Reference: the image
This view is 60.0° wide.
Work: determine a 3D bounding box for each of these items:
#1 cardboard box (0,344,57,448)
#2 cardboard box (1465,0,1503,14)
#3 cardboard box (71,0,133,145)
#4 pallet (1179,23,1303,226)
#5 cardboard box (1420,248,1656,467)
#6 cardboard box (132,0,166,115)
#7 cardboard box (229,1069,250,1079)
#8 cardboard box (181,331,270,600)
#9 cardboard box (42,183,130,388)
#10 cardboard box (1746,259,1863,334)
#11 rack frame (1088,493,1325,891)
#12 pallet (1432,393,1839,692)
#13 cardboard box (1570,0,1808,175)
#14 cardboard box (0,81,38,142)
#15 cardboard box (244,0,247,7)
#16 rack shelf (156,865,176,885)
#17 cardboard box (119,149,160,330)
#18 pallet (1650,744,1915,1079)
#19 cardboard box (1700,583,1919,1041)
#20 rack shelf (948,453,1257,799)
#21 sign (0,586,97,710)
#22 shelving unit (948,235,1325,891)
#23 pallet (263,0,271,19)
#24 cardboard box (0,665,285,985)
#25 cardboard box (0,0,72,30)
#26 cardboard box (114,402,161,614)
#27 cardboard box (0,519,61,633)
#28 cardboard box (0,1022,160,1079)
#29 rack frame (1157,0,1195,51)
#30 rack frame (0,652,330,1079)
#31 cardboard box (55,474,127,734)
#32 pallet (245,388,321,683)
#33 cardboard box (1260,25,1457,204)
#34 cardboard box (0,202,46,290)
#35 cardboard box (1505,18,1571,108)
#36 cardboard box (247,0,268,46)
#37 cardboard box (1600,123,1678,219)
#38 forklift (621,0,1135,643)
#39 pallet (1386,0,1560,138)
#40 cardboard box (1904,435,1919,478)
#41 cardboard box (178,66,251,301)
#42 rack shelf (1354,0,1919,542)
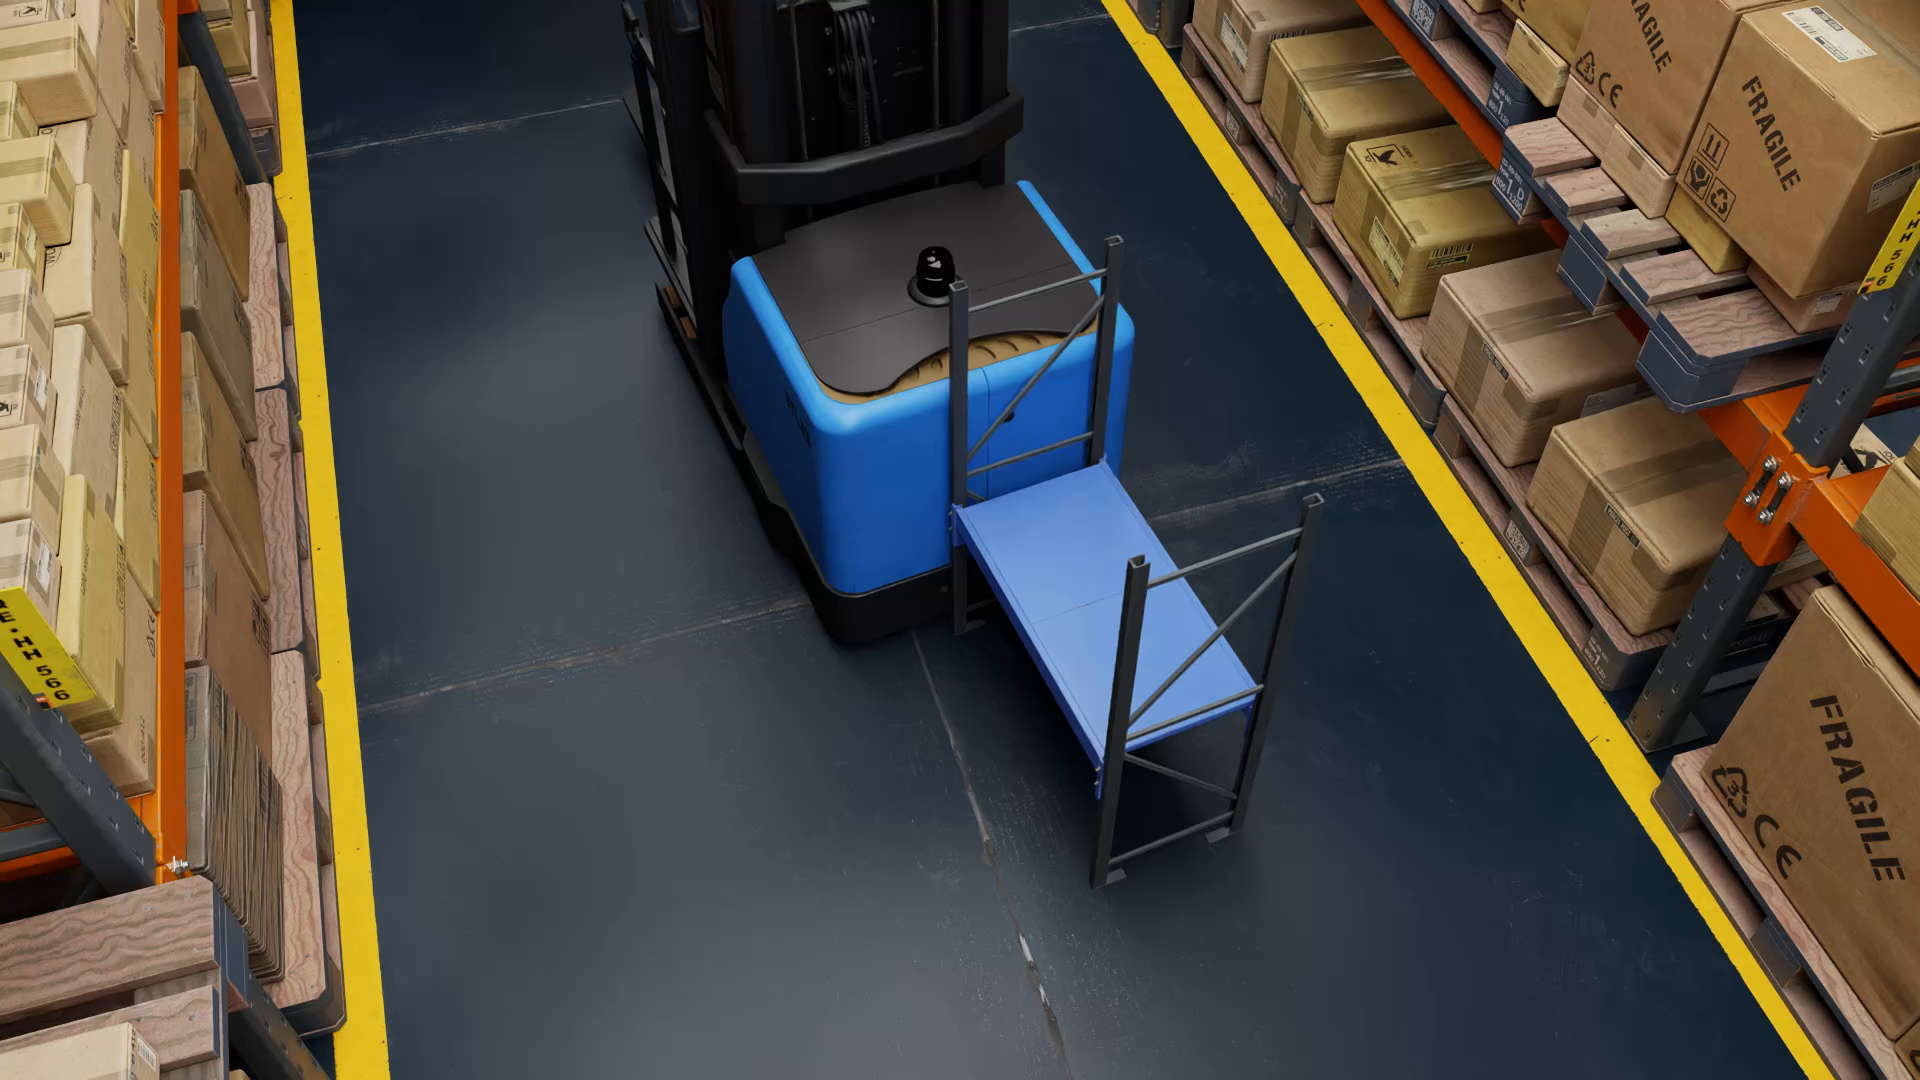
[{"bbox_3d":[-2.140,-0.246,3.506,0.380,0.149,0.250,-12,51,-10],"label":"cardboard box"},{"bbox_3d":[1.738,-1.808,5.202,0.380,0.149,0.250,-15,51,-12],"label":"cardboard box"},{"bbox_3d":[-2.636,-1.313,4.666,0.500,0.250,0.500,-12,51,-10],"label":"cardboard box"},{"bbox_3d":[1.643,-1.908,7.220,1.003,0.211,1.213,-13,51,-11],"label":"pallet"},{"bbox_3d":[2.210,-0.694,5.817,0.950,0.372,0.625,-14,51,-12],"label":"cardboard box"},{"bbox_3d":[-2.777,-1.527,5.173,0.500,0.250,0.500,-14,51,-11],"label":"cardboard box"},{"bbox_3d":[-1.816,1.602,3.798,0.500,0.500,0.500,-12,51,-10],"label":"cardboard box"},{"bbox_3d":[-2.718,-0.124,5.171,0.875,0.625,0.625,-15,52,-12],"label":"cardboard box"},{"bbox_3d":[-2.329,-0.573,4.042,0.500,0.250,0.500,-14,51,-12],"label":"cardboard box"},{"bbox_3d":[2.272,-0.694,4.263,0.380,0.149,0.250,-12,51,-10],"label":"cardboard box"},{"bbox_3d":[0.613,0.460,4.381,0.500,1.500,0.032,-19,52,-15],"label":"rack frame"},{"bbox_3d":[2.364,-0.126,5.718,1.003,0.211,1.213,-13,51,-11],"label":"pallet"},{"bbox_3d":[2.030,-1.361,4.401,0.500,0.500,0.500,-14,51,-12],"label":"cardboard box"},{"bbox_3d":[-2.521,-0.978,4.123,0.380,0.149,0.250,-13,51,-11],"label":"cardboard box"},{"bbox_3d":[-3.329,-2.451,7.051,0.500,0.250,0.500,-14,51,-11],"label":"cardboard box"},{"bbox_3d":[-1.555,2.364,2.266,1.077,0.370,4.000,-13,51,-11],"label":"rack shelf"},{"bbox_3d":[-2.499,-0.782,4.545,0.500,0.250,0.500,-12,51,-10],"label":"cardboard box"},{"bbox_3d":[2.755,1.038,4.737,1.003,0.211,1.213,-13,51,-11],"label":"pallet"},{"bbox_3d":[2.719,0.619,4.381,0.875,0.875,0.875,-14,51,-11],"label":"cardboard box"},{"bbox_3d":[0.409,0.220,4.819,0.538,0.185,1.000,-19,52,-15],"label":"rack shelf"},{"bbox_3d":[-1.631,0.194,2.919,0.100,0.325,0.005,-13,51,-11],"label":"sign"},{"bbox_3d":[0.409,0.104,4.681,0.538,1.500,1.048,-19,52,-15],"label":"shelving unit"},{"bbox_3d":[-3.889,-2.834,8.001,1.003,0.211,1.213,-13,51,-11],"label":"pallet"},{"bbox_3d":[-2.318,0.843,4.356,0.875,0.625,0.625,-12,51,-10],"label":"cardboard box"},{"bbox_3d":[-2.610,-1.365,4.450,0.380,0.149,0.250,-13,51,-11],"label":"cardboard box"},{"bbox_3d":[-2.188,-0.028,3.910,0.500,0.250,0.500,-14,51,-12],"label":"cardboard box"},{"bbox_3d":[-1.960,0.131,3.188,0.380,0.149,0.250,-12,51,-10],"label":"cardboard box"},{"bbox_3d":[-1.586,1.010,2.826,0.380,0.149,0.250,-12,51,-10],"label":"cardboard box"},{"bbox_3d":[1.411,-3.375,6.633,1.000,3.000,0.127,-13,51,-11],"label":"rack frame"},{"bbox_3d":[-2.144,0.671,3.223,0.949,2.616,0.053,-13,51,-11],"label":"rack frame"},{"bbox_3d":[-2.021,0.174,3.413,0.500,0.250,0.500,-13,51,-11],"label":"cardboard box"},{"bbox_3d":[-2.710,0.071,5.552,1.003,0.211,1.213,-13,51,-11],"label":"pallet"},{"bbox_3d":[1.784,-1.757,6.713,0.950,0.372,0.625,-10,51,-9],"label":"cardboard box"},{"bbox_3d":[-2.333,-0.611,3.813,0.380,0.149,0.250,-13,51,-11],"label":"cardboard box"},{"bbox_3d":[1.845,-1.431,4.884,0.380,0.149,0.250,-13,51,-10],"label":"cardboard box"},{"bbox_3d":[-3.321,-2.295,7.246,0.500,0.250,0.500,-14,51,-12],"label":"cardboard box"},{"bbox_3d":[2.006,-1.047,4.561,0.380,0.149,0.250,-14,51,-11],"label":"cardboard box"},{"bbox_3d":[-0.519,-1.761,5.317,1.130,2.935,3.031,-19,52,-15],"label":"forklift"},{"bbox_3d":[1.969,-1.828,5.455,1.003,0.211,1.213,-13,51,-11],"label":"pallet"},{"bbox_3d":[2.508,-0.140,3.678,0.500,0.250,0.500,-14,51,-11],"label":"cardboard box"},{"bbox_3d":[-3.165,-1.241,6.113,0.875,0.625,0.625,-11,51,-9],"label":"cardboard box"},{"bbox_3d":[2.002,-1.682,5.677,1.077,0.370,4.000,-13,51,-11],"label":"rack shelf"}]
